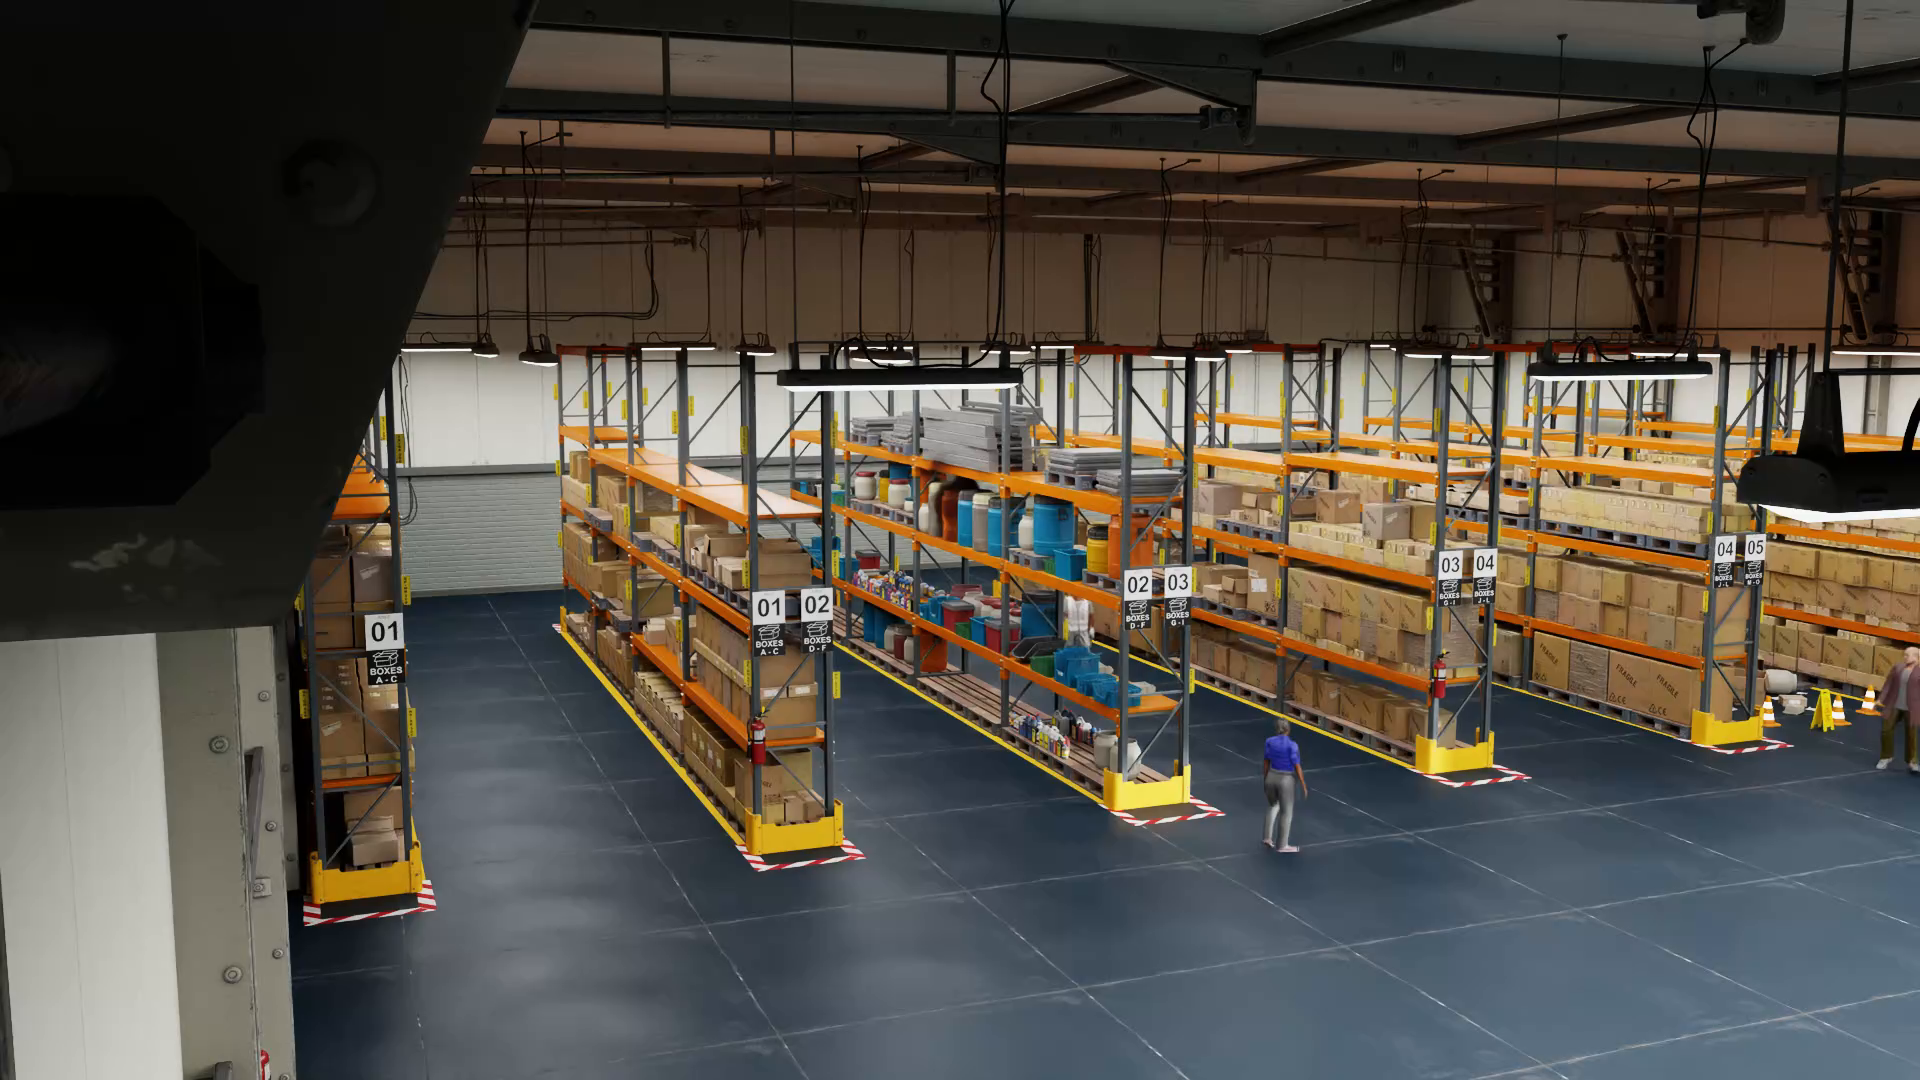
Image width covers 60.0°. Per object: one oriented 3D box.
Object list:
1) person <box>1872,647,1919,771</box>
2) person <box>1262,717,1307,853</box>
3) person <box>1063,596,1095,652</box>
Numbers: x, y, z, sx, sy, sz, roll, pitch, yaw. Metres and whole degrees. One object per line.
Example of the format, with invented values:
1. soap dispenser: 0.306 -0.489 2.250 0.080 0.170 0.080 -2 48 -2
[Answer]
1. person: 13.507 2.418 23.881 0.701 1.811 0.443 6 9 38
2. person: 3.937 2.990 20.177 0.545 1.706 0.354 7 10 44
3. person: 2.133 1.612 29.863 0.686 1.711 1.028 -2 8 -16
